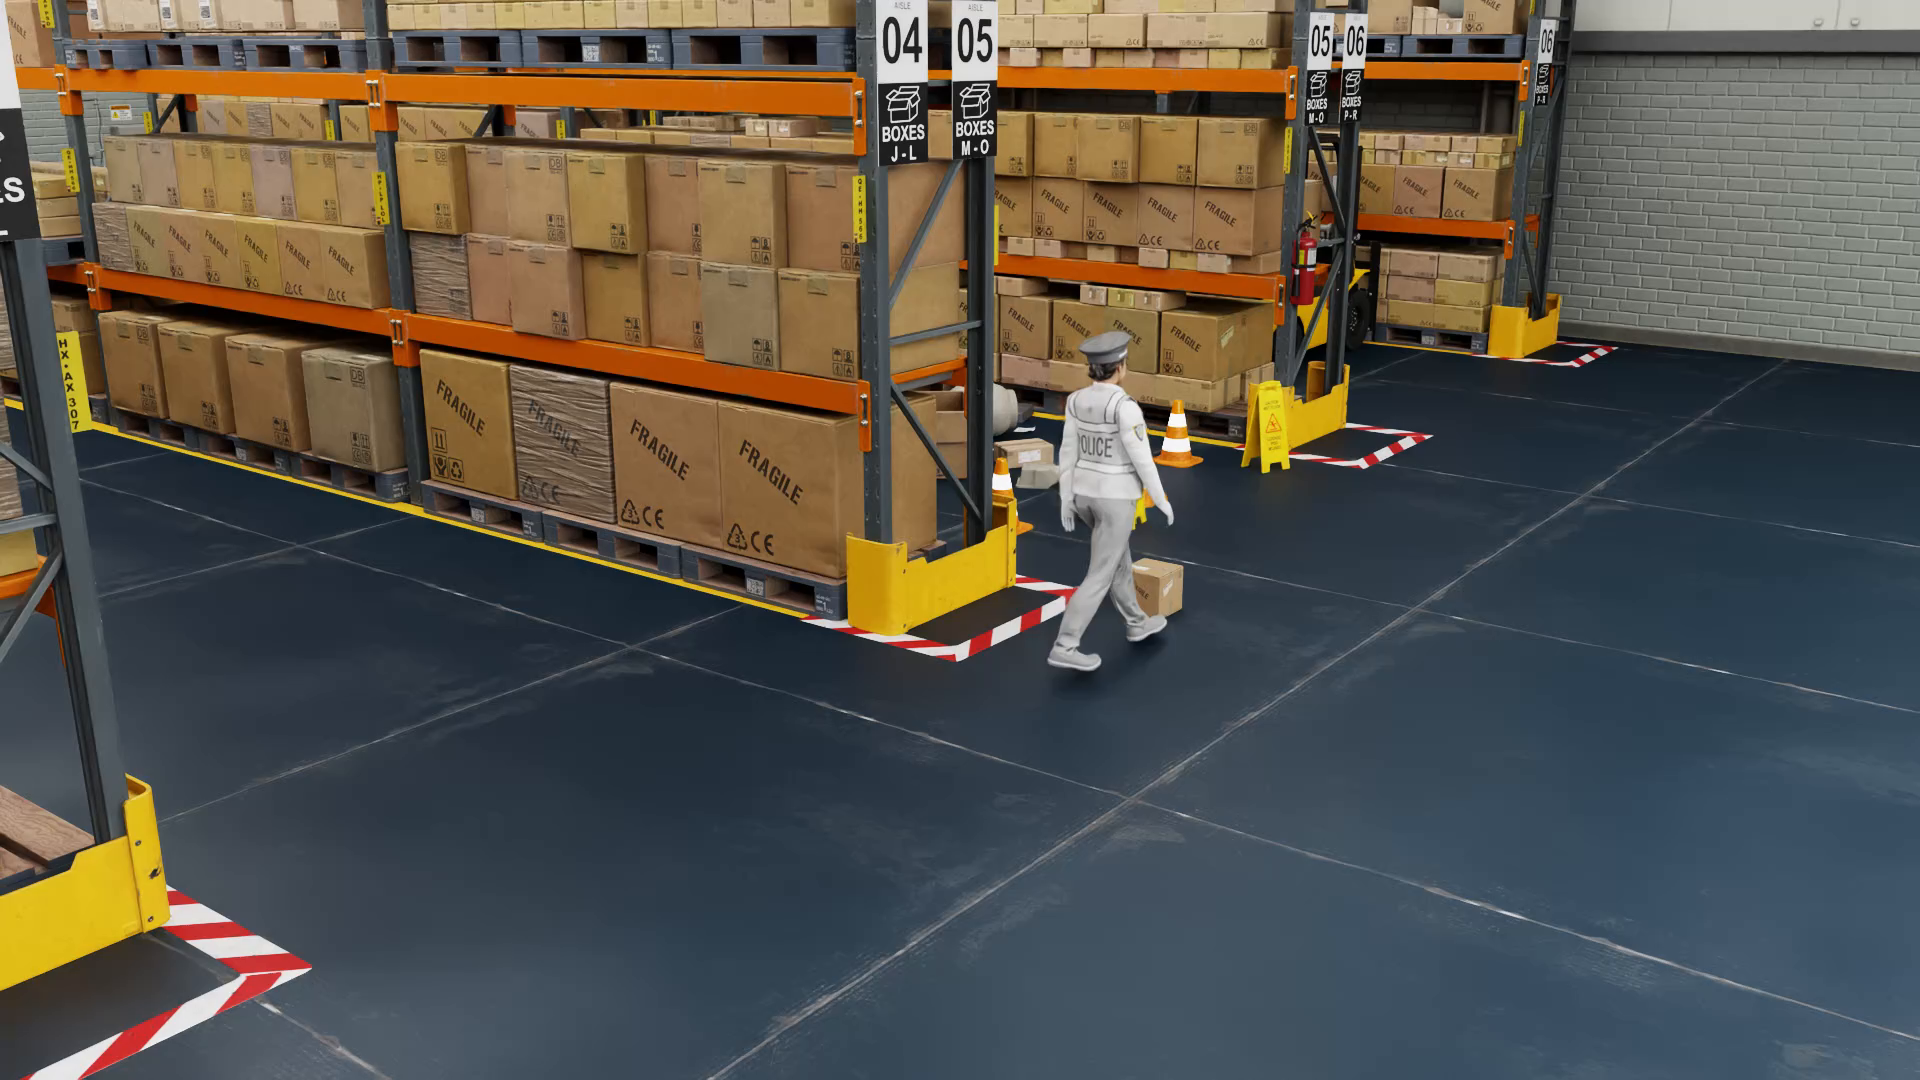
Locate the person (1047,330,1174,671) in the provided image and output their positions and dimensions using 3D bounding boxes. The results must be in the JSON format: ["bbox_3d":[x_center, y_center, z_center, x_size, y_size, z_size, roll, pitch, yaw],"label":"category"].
[{"bbox_3d":[0.770,-0.207,8.202,0.927,1.633,0.501,-11,20,-33],"label":"person"}]
